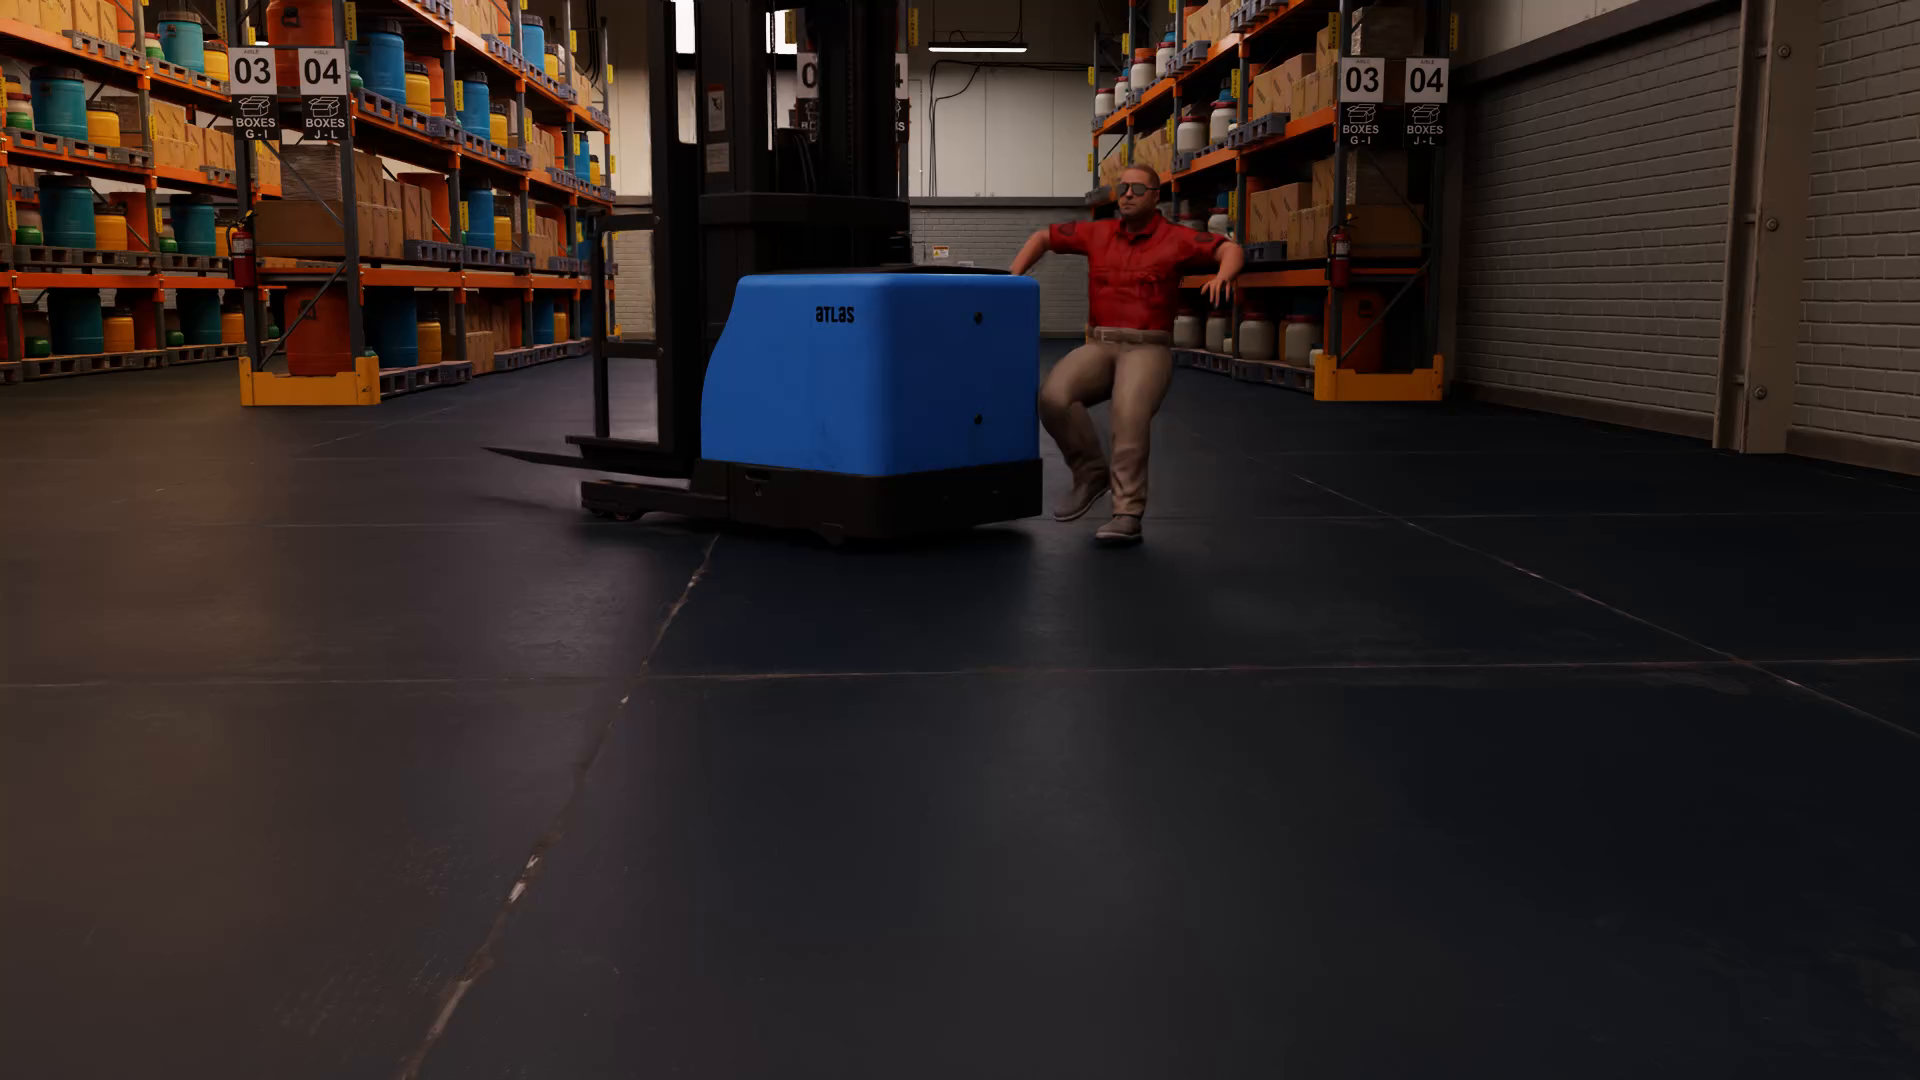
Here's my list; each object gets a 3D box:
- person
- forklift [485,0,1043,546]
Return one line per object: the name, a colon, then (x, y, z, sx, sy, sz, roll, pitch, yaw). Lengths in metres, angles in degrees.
person: (0.621, -0.789, 6.884, 1.122, 1.529, 0.812, 5, 10, 29)
forklift: (-1.077, -1.585, 7.502, 3.031, 2.935, 1.130, 8, 11, 42)
